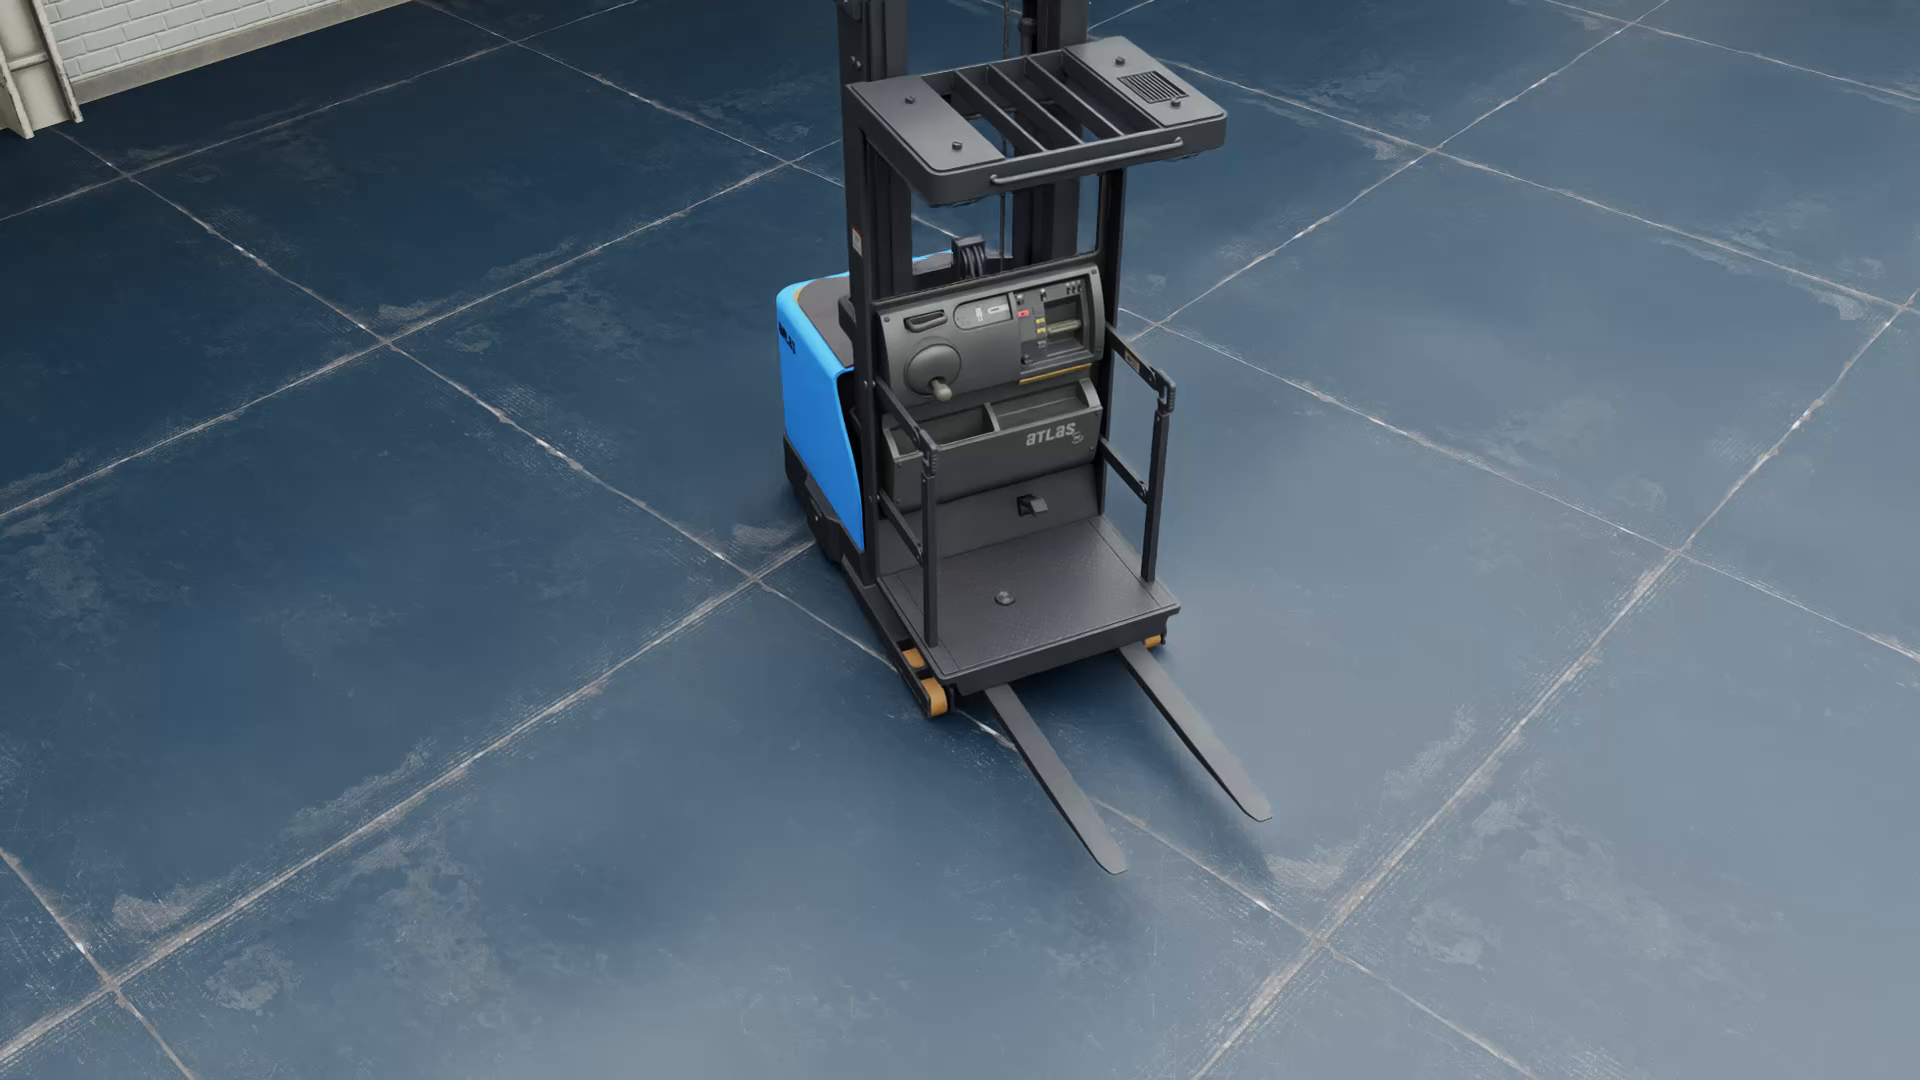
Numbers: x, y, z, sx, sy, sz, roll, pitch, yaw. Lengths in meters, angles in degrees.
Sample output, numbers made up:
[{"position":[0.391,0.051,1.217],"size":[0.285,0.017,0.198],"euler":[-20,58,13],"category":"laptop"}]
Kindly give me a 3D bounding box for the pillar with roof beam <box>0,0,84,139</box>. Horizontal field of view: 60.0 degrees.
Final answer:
[{"position":[-3.050,-4.553,6.246],"size":[9.100,9.000,0.400],"euler":[30,47,32],"category":"pillar with roof beam"}]

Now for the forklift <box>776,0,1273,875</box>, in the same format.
[{"position":[0.225,-0.729,6.311],"size":[1.130,2.935,3.031],"euler":[-16,41,-19],"category":"forklift"}]
